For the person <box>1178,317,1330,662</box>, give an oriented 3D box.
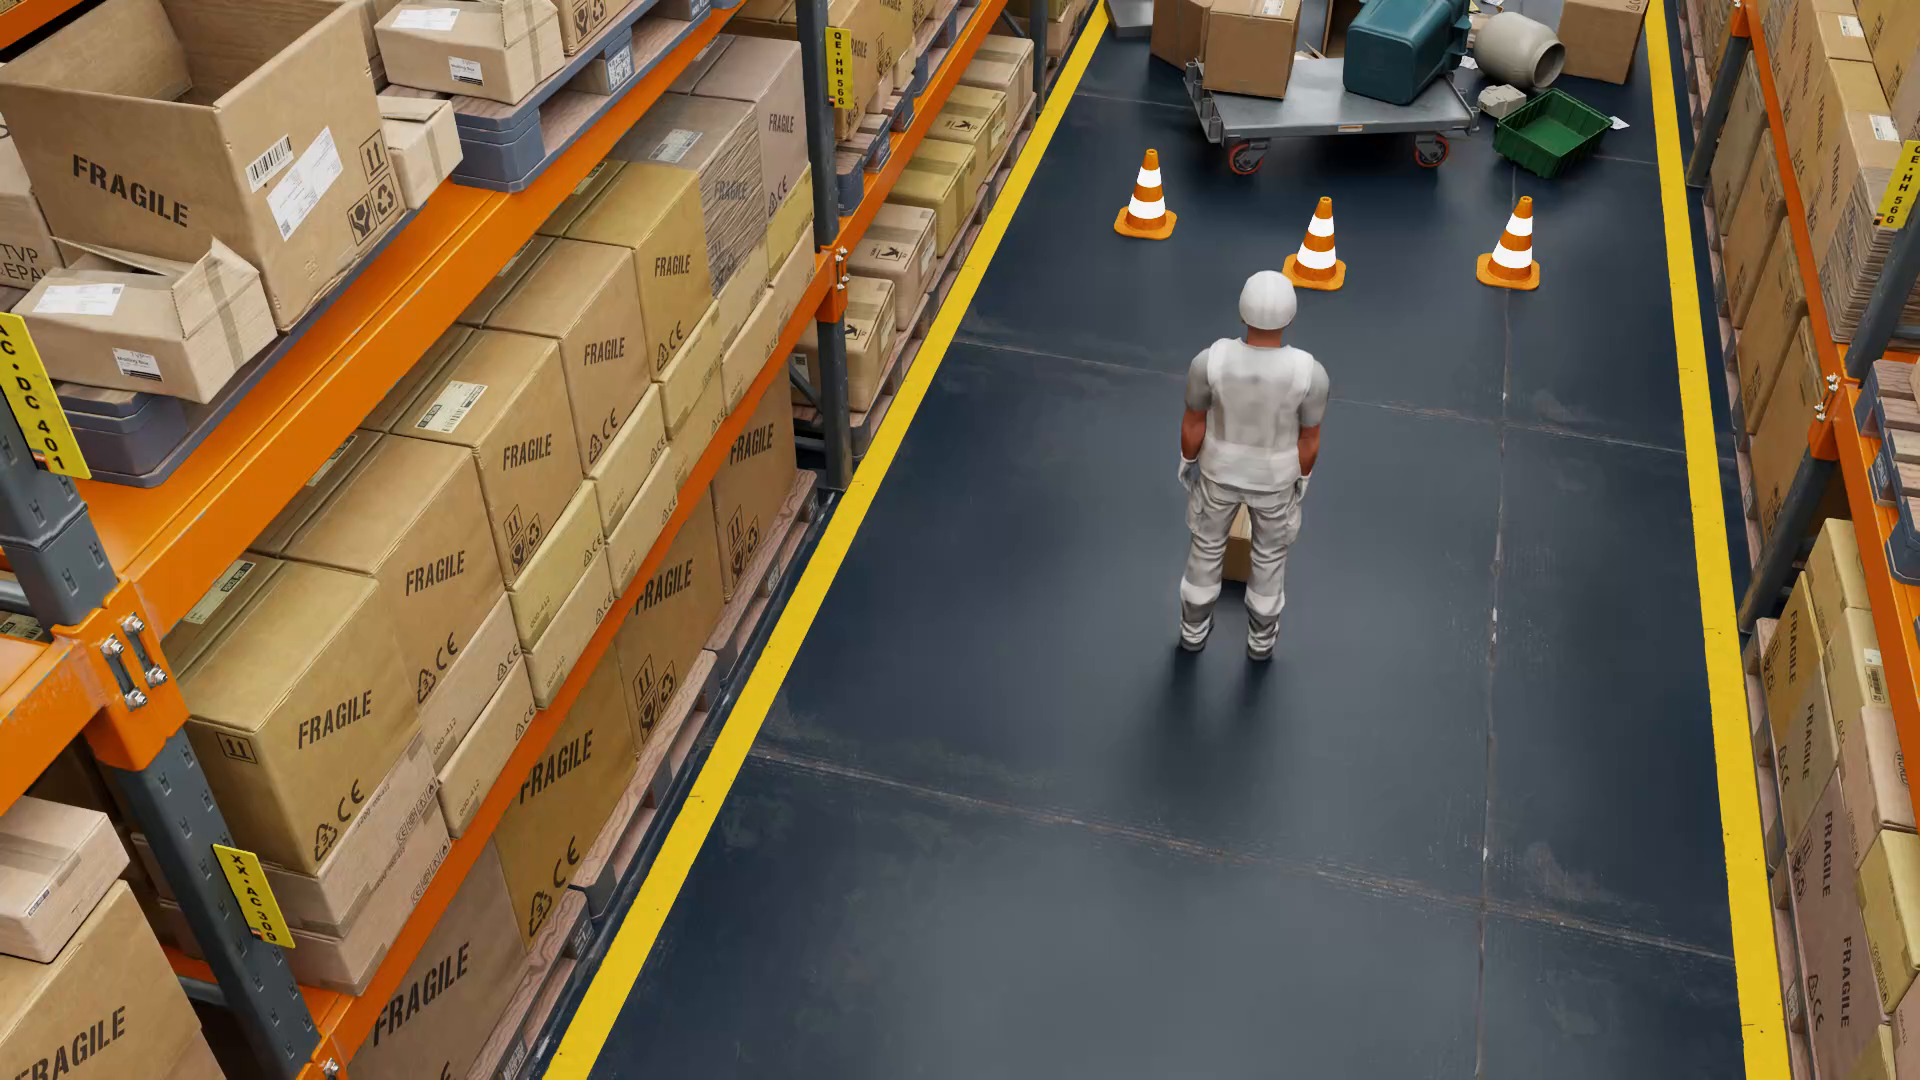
[{"bbox_3d":[15.341,-3.357,10.087,25.183,1.740,17.442,11,42,12],"label":"person"}]
